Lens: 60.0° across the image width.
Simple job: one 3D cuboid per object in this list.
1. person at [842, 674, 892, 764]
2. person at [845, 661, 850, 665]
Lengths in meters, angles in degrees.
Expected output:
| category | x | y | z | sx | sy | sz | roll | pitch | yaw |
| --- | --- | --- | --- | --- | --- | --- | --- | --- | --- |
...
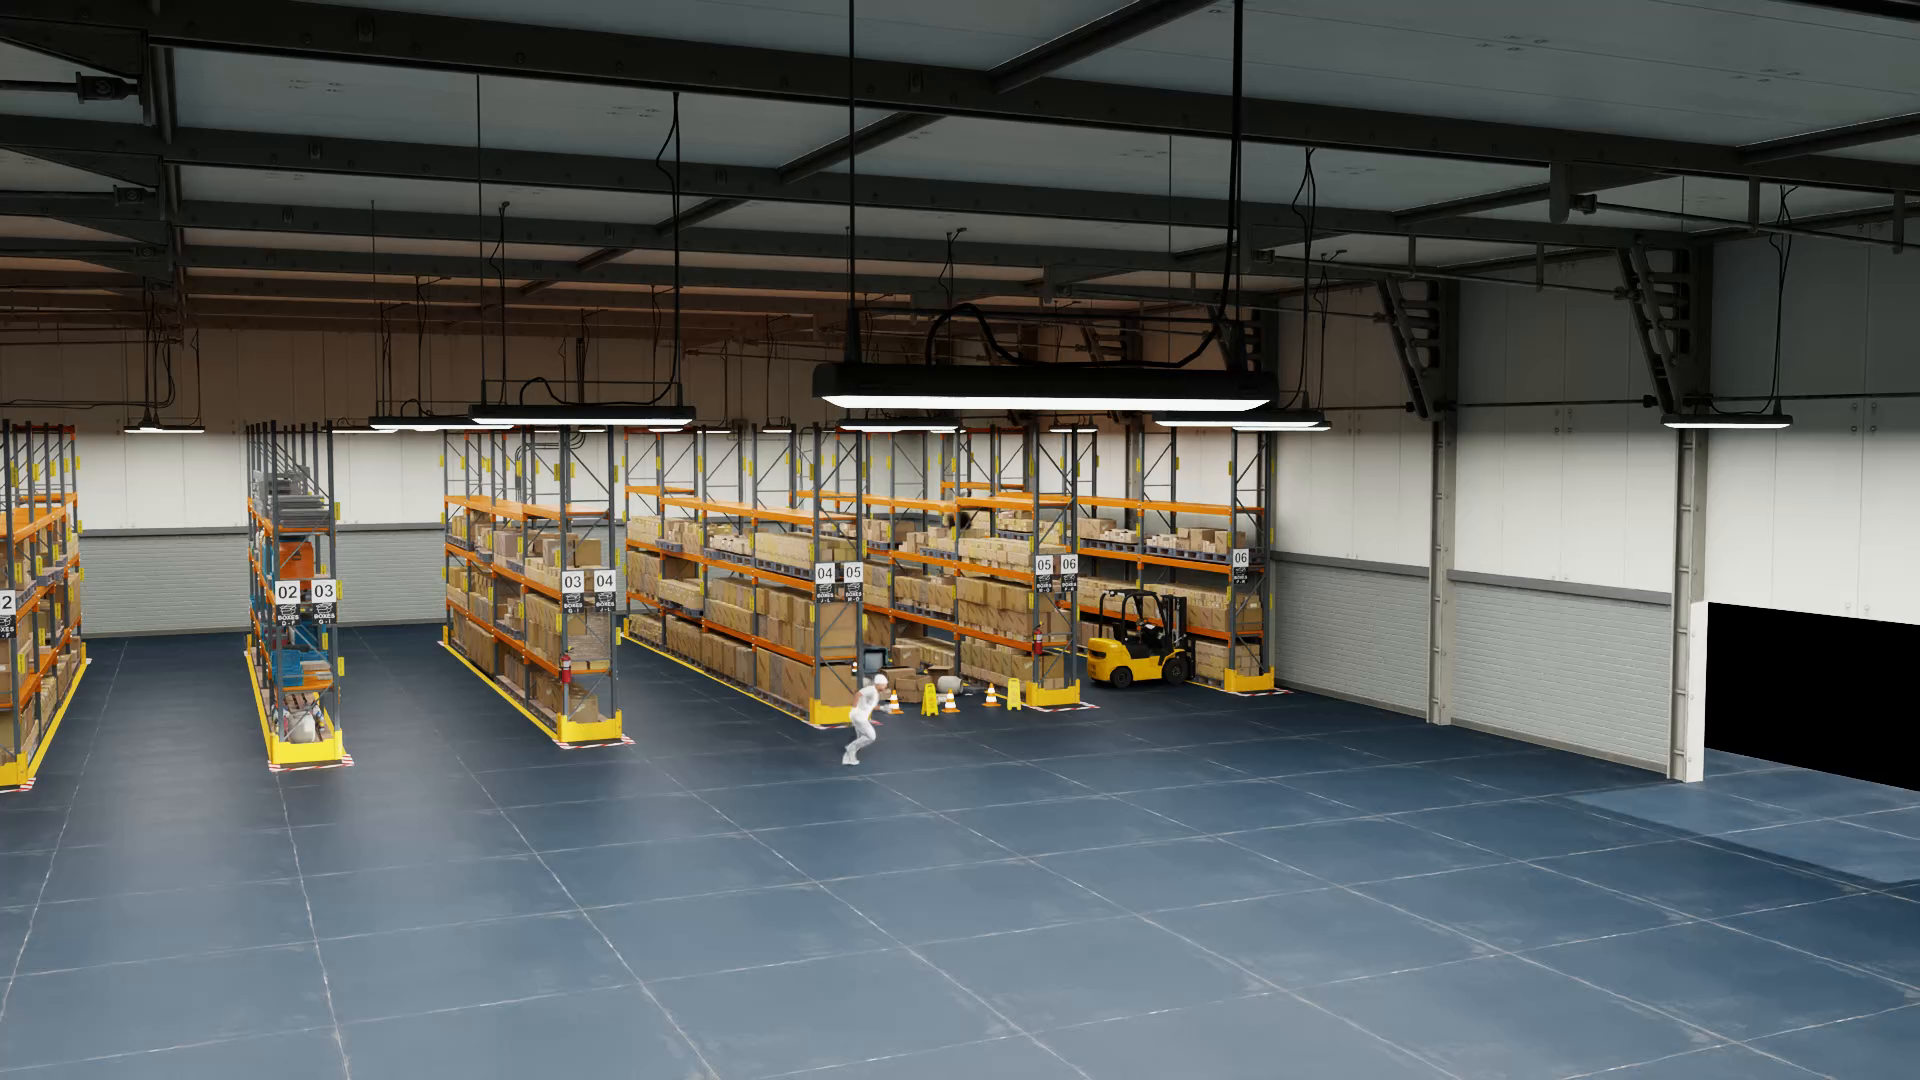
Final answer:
| category | x | y | z | sx | sy | sz | roll | pitch | yaw |
| --- | --- | --- | --- | --- | --- | --- | --- | --- | --- |
| person | -1.630 | 3.121 | 28.802 | 0.864 | 1.591 | 0.720 | 0 | 4 | 8 |
| person | -2.766 | 2.352 | 41.436 | 0.716 | 1.631 | 0.604 | 0 | 4 | 4 |
